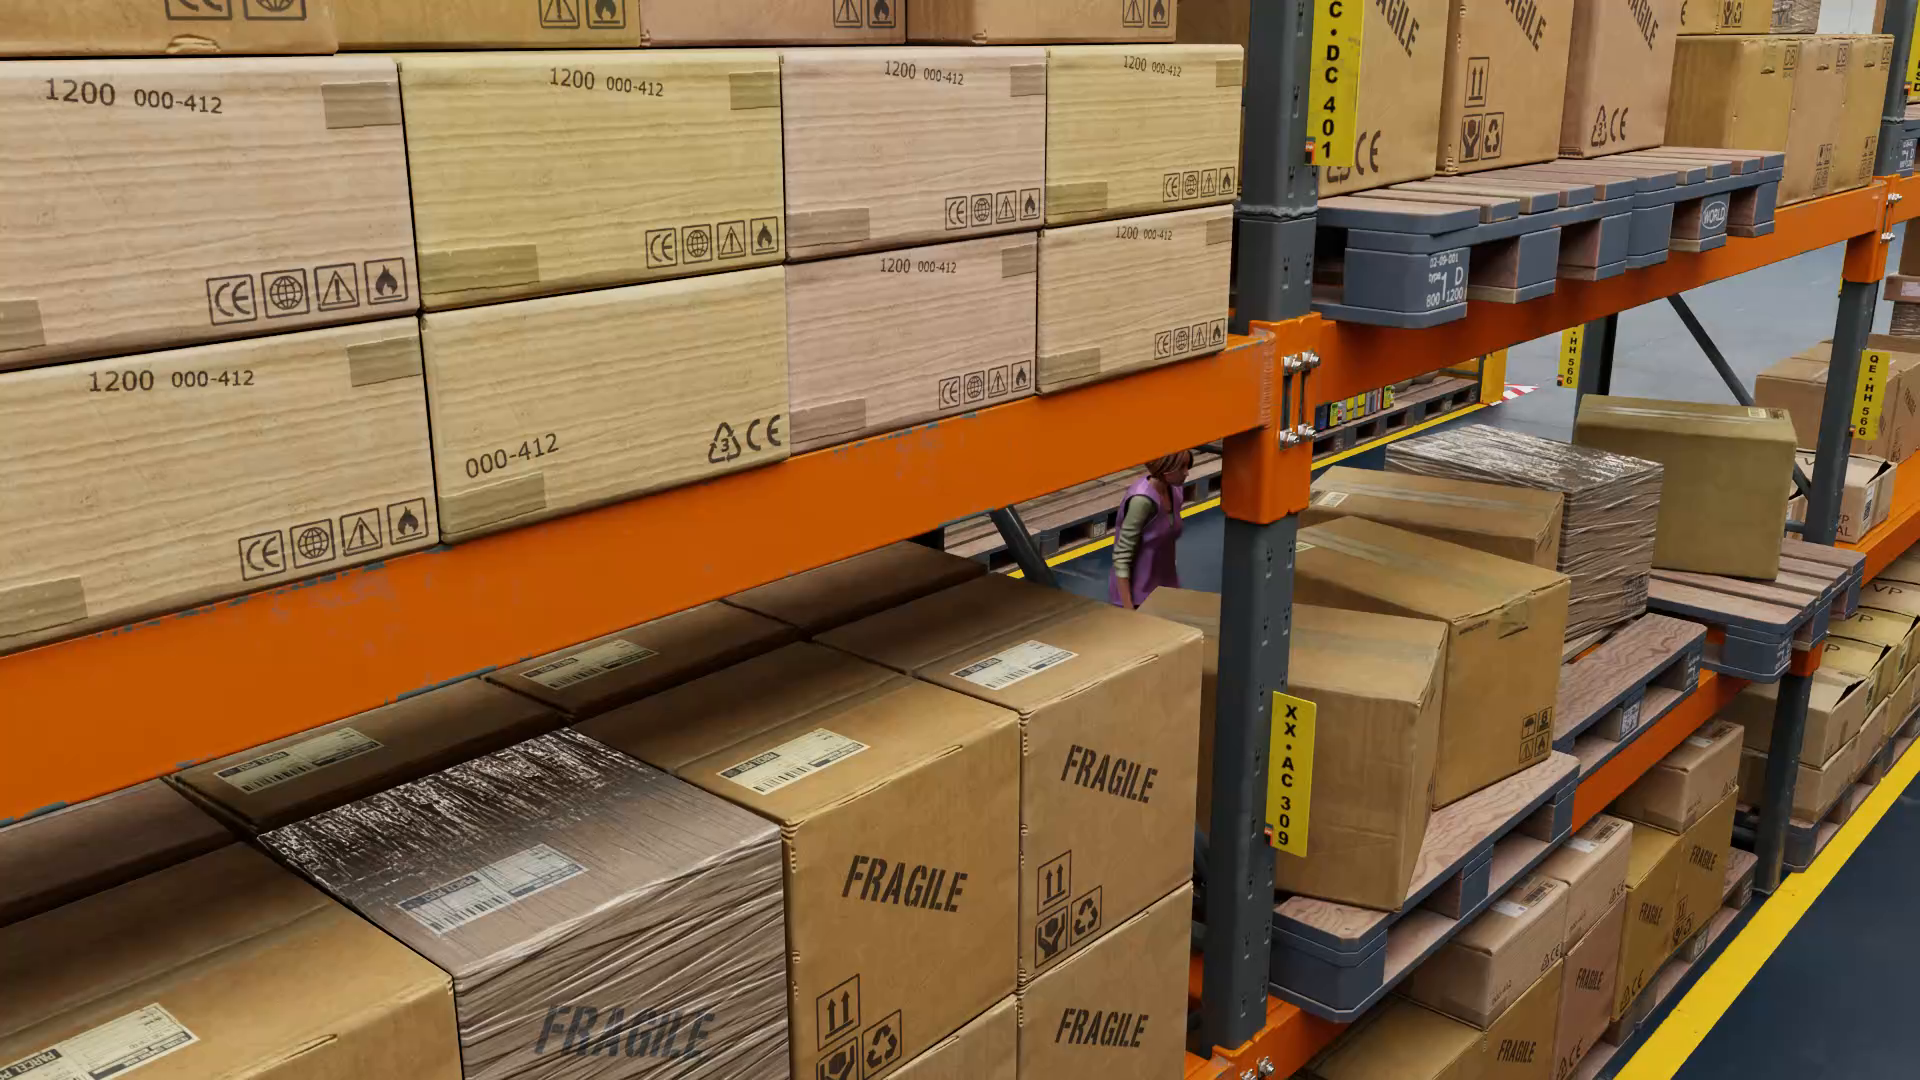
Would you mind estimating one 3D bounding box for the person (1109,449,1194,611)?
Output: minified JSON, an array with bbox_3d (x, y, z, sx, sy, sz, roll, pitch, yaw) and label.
[{"bbox_3d":[0.869,0.283,7.656,0.347,1.590,0.473,13,22,37],"label":"person"}]
